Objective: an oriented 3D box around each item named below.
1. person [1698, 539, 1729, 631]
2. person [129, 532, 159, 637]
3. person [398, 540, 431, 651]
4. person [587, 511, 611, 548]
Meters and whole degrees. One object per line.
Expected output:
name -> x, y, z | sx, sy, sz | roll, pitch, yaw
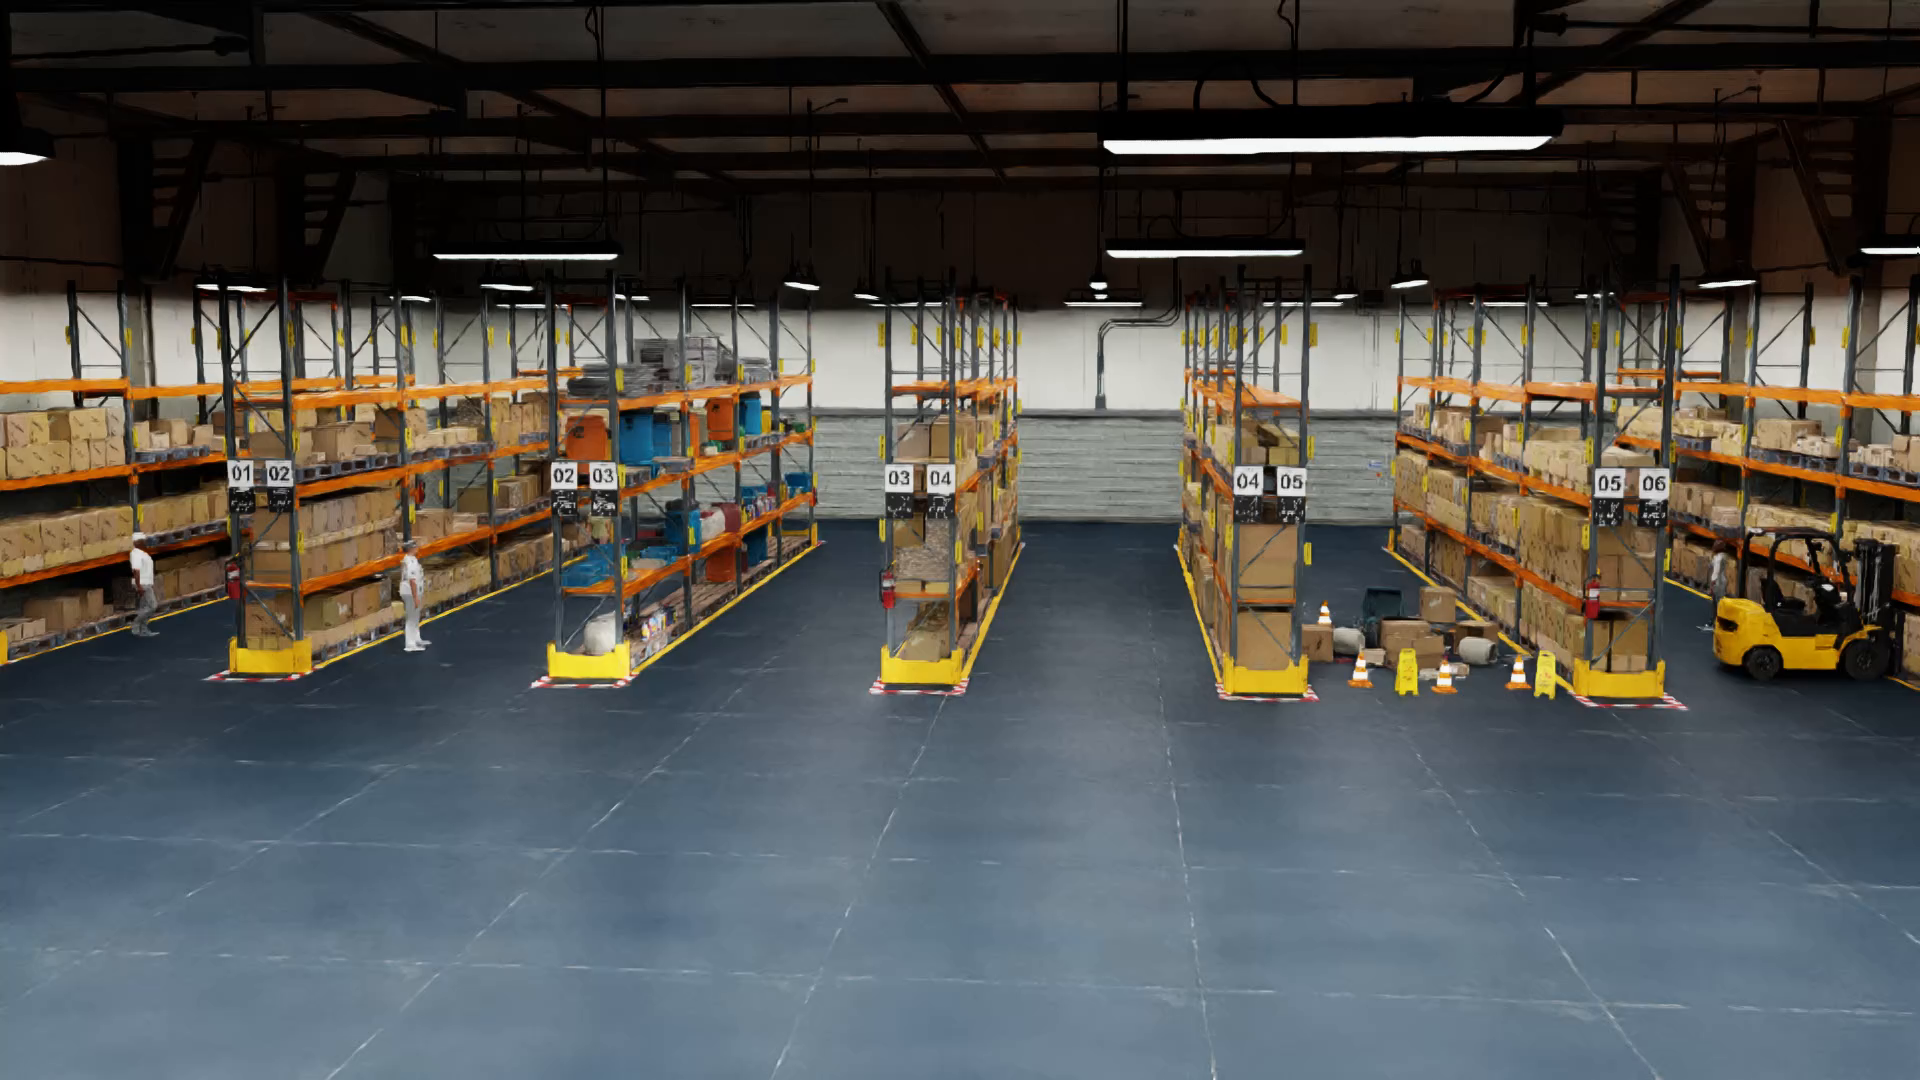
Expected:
person -> 12.823, 0.781, 28.185 | 0.529, 1.590, 0.516 | 4, 8, 32
person -> -13.706, 0.748, 27.853 | 0.457, 1.763, 0.609 | -3, 7, -21
person -> -8.767, 0.878, 26.731 | 0.475, 1.762, 0.595 | -3, 8, -26
person -> -7.708, -0.109, 35.430 | 0.451, 1.585, 1.020 | 0, 7, 4
